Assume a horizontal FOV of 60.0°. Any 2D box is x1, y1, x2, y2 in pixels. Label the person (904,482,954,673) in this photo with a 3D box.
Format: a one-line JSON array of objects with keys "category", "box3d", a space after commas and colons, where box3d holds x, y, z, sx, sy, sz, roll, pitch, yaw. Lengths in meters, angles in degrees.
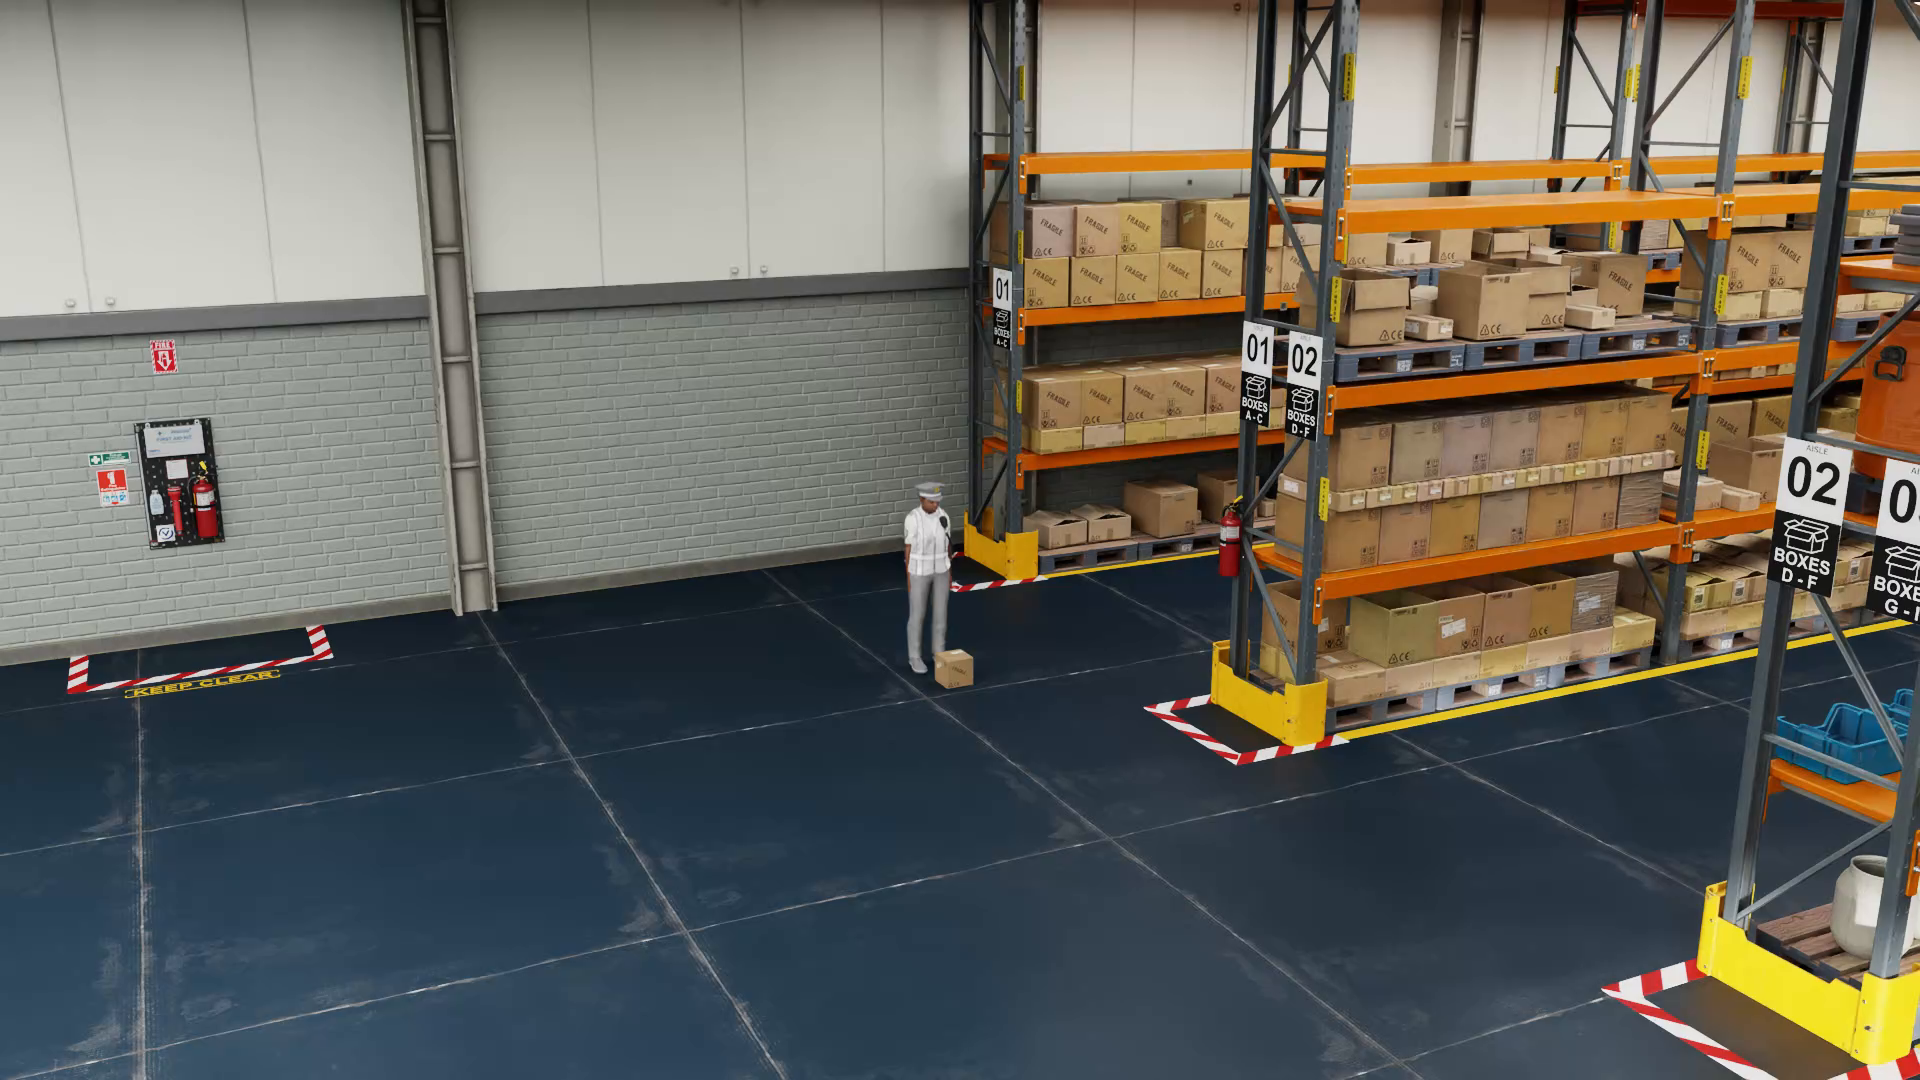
[{"category": "person", "box3d": [-0.258, 0.312, 14.599, 0.443, 1.668, 0.355, -7, 17, -24]}]
